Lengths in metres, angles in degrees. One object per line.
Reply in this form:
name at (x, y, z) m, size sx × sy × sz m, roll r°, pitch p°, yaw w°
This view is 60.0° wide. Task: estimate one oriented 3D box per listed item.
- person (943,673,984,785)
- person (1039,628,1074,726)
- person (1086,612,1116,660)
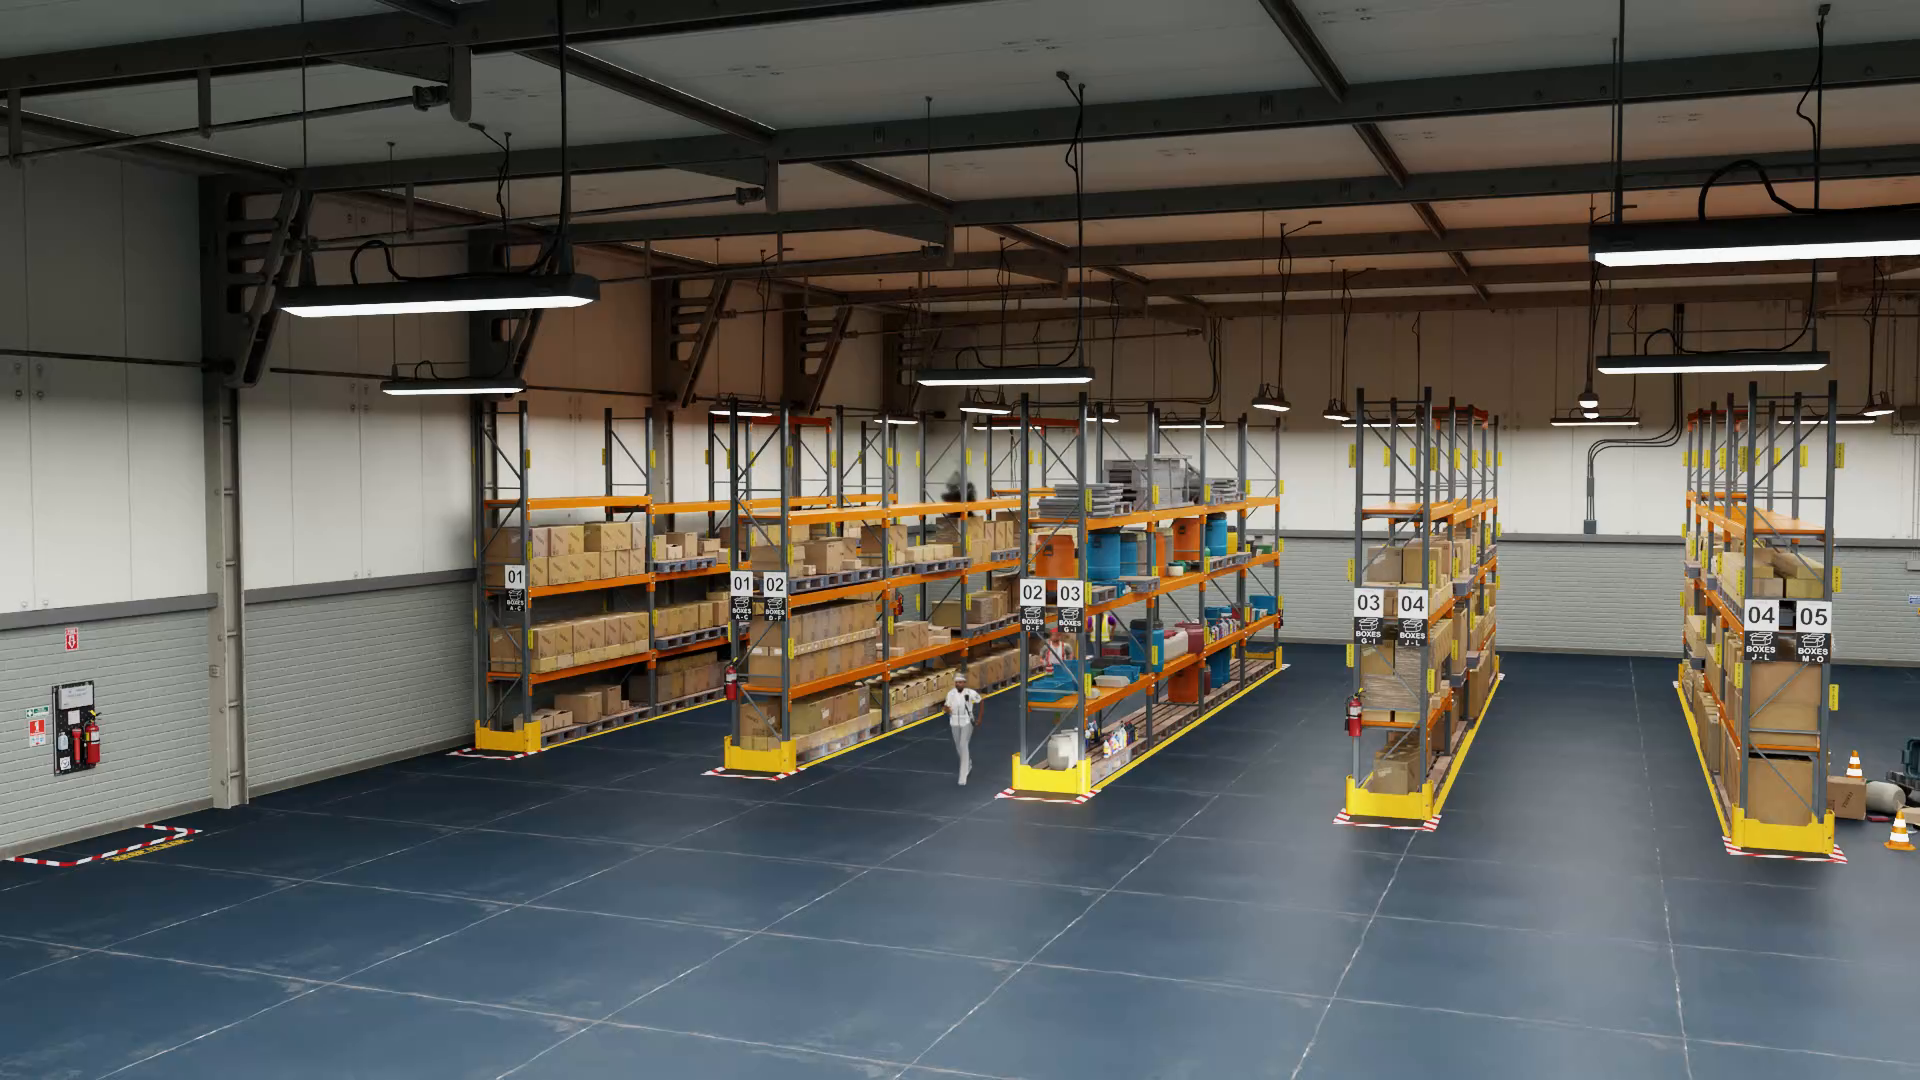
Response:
person at (0.047, 2.909, 25.912) m, size 0.592 × 1.731 × 0.816 m, roll 1°, pitch 3°, yaw 22°
person at (1.814, 2.558, 31.518) m, size 0.653 × 1.798 × 0.987 m, roll 1°, pitch 3°, yaw 10°
person at (3.104, 2.296, 37.133) m, size 0.671 × 1.806 × 0.862 m, roll 0°, pitch 3°, yaw 10°
